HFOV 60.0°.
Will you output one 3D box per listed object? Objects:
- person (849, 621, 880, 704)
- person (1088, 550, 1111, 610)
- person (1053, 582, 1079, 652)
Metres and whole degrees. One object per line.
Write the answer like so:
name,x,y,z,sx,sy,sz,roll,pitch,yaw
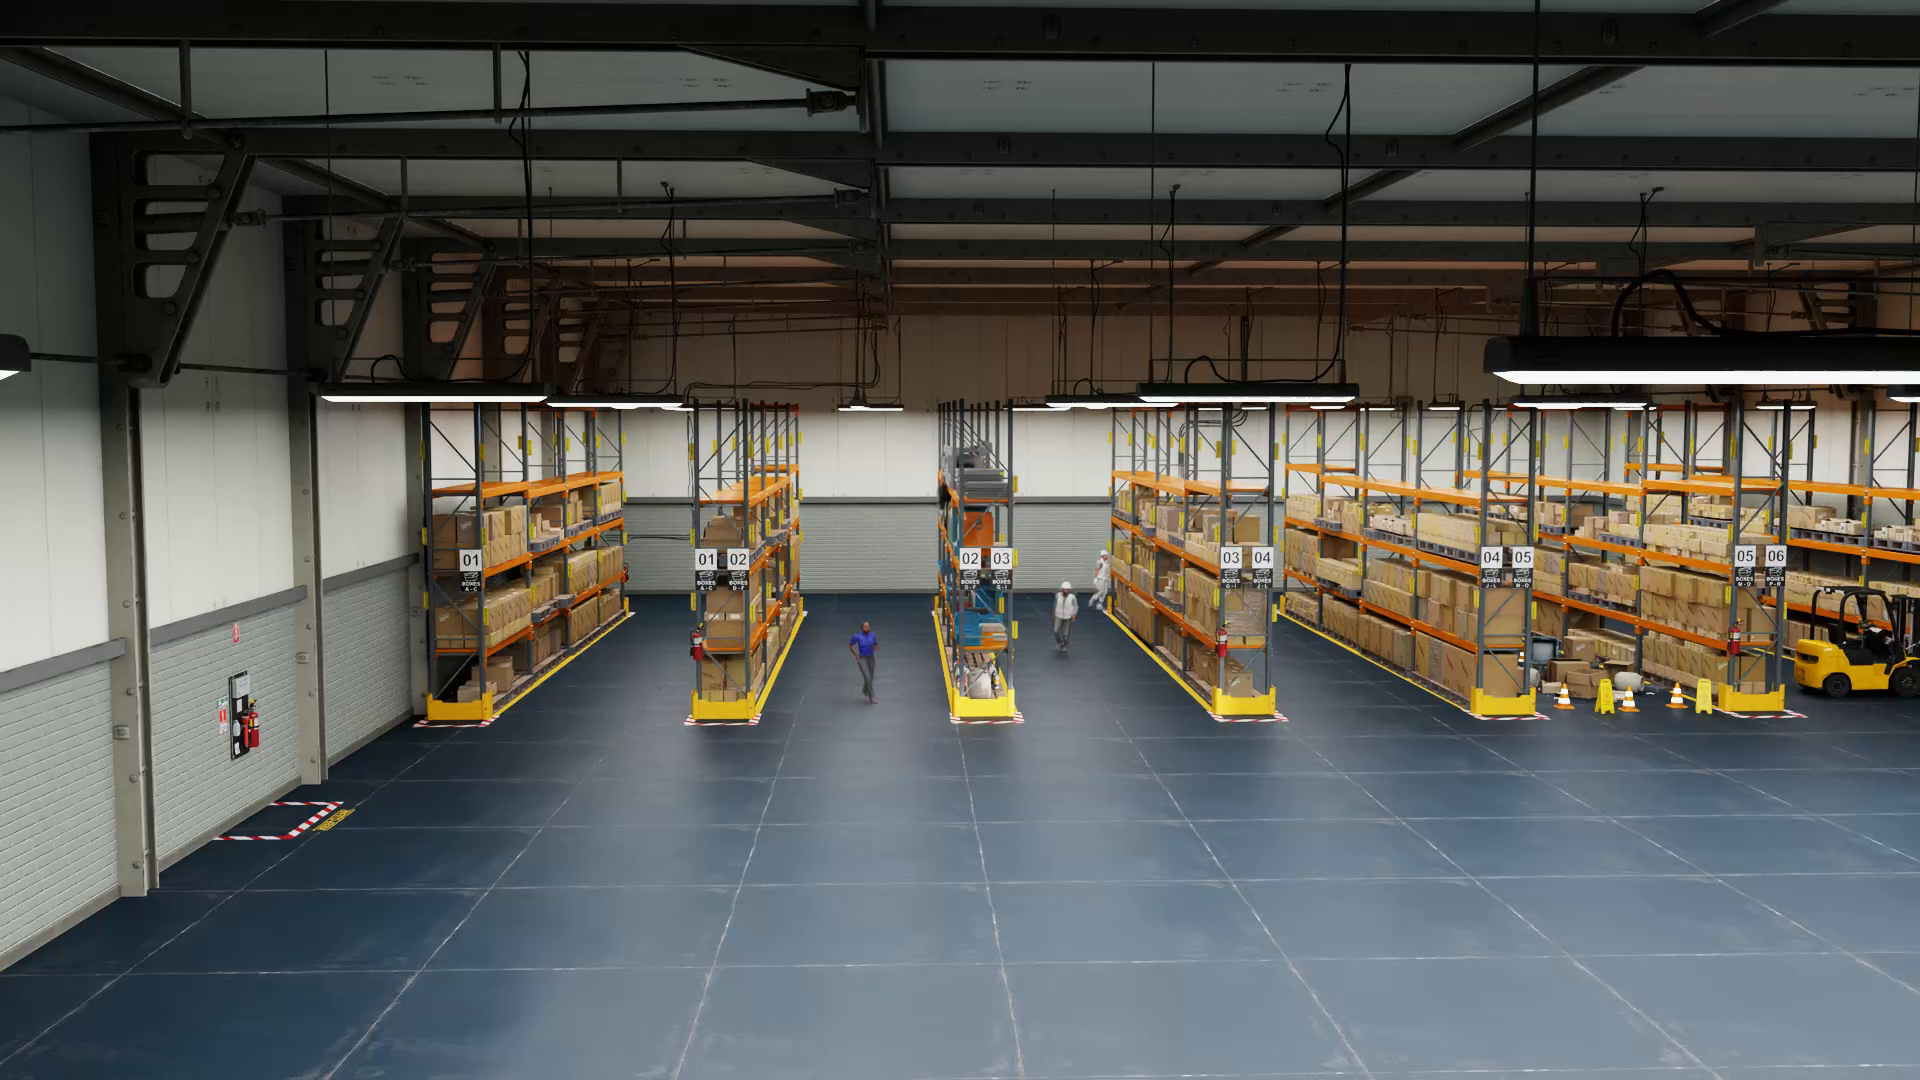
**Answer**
person,-1.871,2.404,32.845,0.570,1.603,0.881,-3,5,-31
person,4.091,1.173,48.542,0.576,1.739,0.744,3,5,32
person,2.518,1.836,39.752,0.651,1.716,0.736,1,4,10
